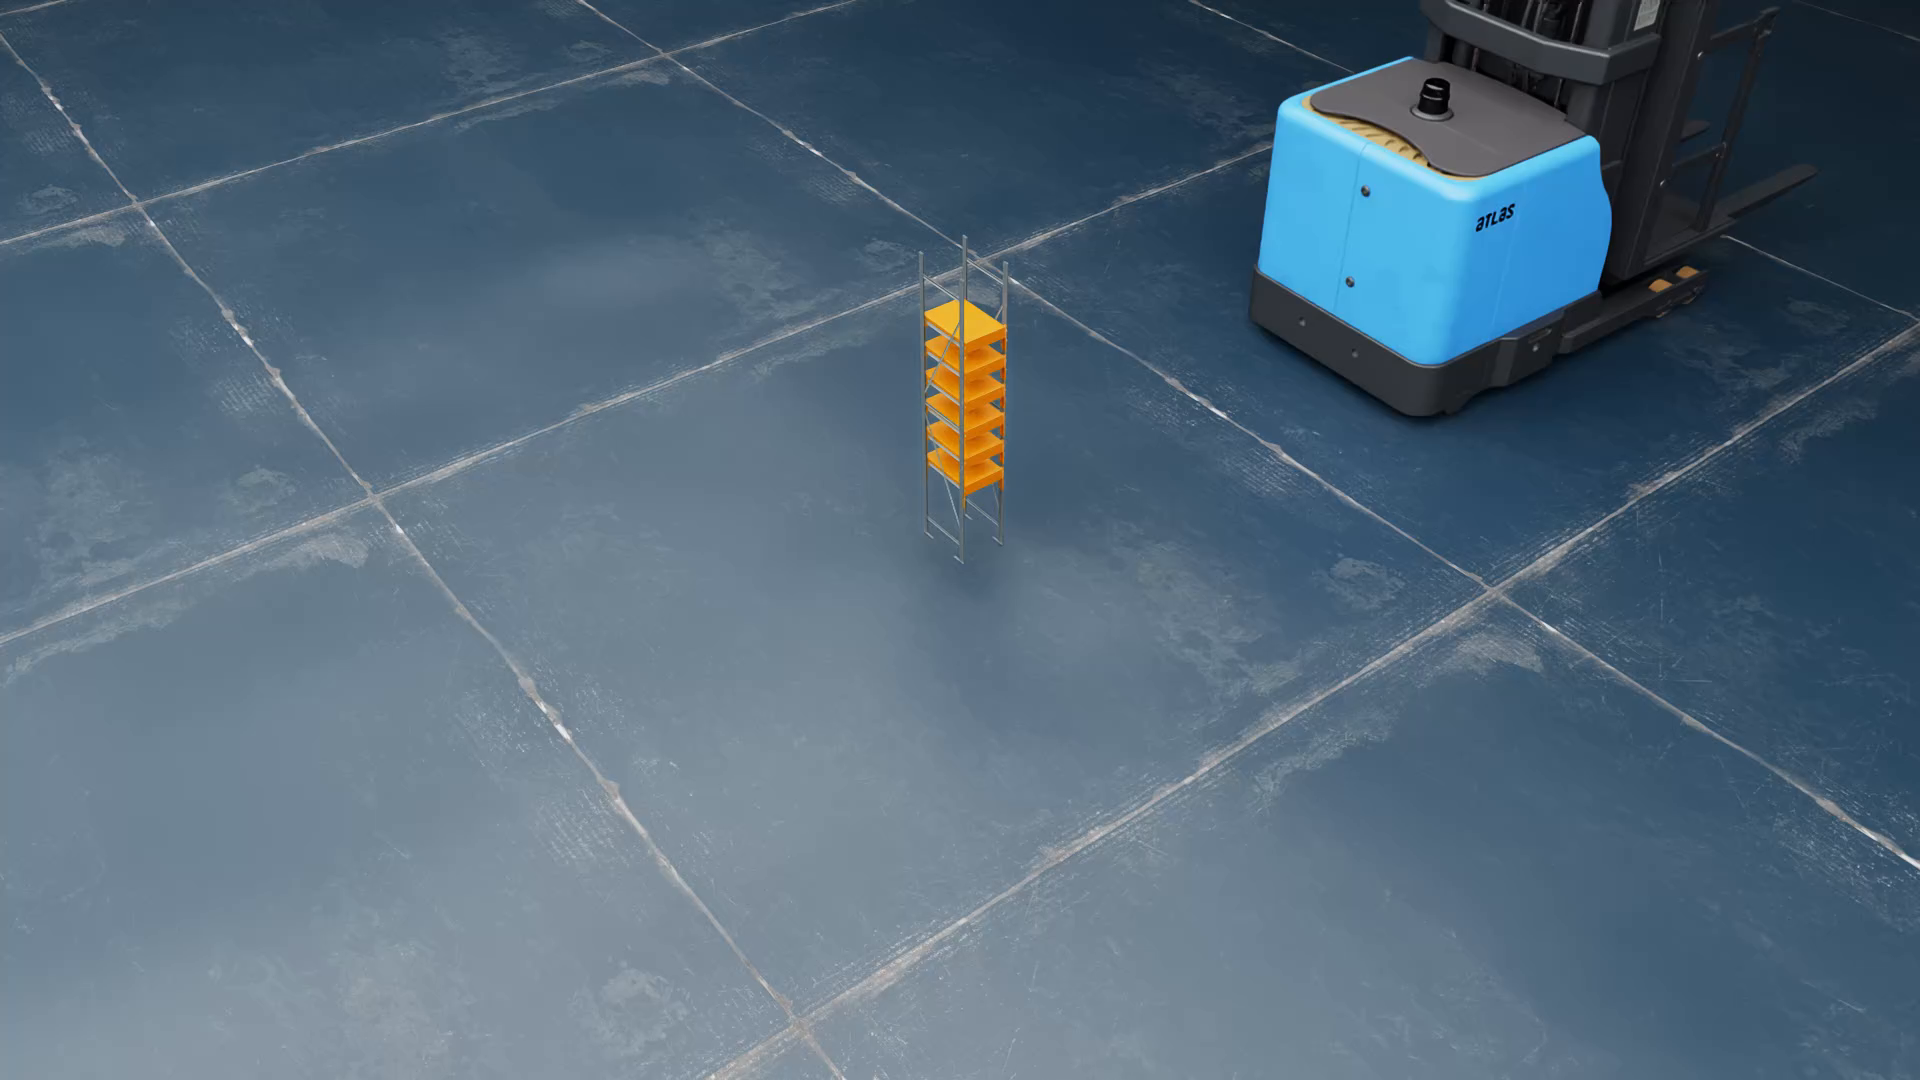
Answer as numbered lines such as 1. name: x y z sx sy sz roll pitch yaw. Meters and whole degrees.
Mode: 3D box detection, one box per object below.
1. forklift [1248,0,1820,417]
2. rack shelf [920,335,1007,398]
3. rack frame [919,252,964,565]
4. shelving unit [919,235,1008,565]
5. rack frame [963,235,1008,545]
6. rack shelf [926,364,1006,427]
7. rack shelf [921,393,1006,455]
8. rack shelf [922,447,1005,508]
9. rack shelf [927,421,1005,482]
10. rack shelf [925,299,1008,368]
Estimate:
1. forklift: 2.769 -2.382 6.842 3.031 2.935 1.130 -25 45 -27
2. rack shelf: 0.011 -0.621 5.752 0.180 0.103 0.258 -26 46 -28
3. rack frame: -0.061 -0.434 5.833 0.006 1.200 0.240 -26 46 -28
4. shelving unit: 0.011 -0.469 5.876 0.189 1.200 0.258 -26 46 -28
5. rack frame: 0.084 -0.505 5.919 0.006 1.200 0.240 -26 46 -28
6. rack shelf: 0.011 -0.528 5.828 0.180 0.103 0.258 -26 46 -28
7. rack shelf: 0.011 -0.435 5.904 0.180 0.103 0.258 -26 46 -28
8. rack shelf: 0.011 -0.250 6.057 0.180 0.103 0.258 -26 46 -28
9. rack shelf: 0.011 -0.342 5.981 0.180 0.103 0.258 -26 46 -28
10. rack shelf: 0.011 -0.713 5.676 0.180 0.103 0.258 -26 46 -28
